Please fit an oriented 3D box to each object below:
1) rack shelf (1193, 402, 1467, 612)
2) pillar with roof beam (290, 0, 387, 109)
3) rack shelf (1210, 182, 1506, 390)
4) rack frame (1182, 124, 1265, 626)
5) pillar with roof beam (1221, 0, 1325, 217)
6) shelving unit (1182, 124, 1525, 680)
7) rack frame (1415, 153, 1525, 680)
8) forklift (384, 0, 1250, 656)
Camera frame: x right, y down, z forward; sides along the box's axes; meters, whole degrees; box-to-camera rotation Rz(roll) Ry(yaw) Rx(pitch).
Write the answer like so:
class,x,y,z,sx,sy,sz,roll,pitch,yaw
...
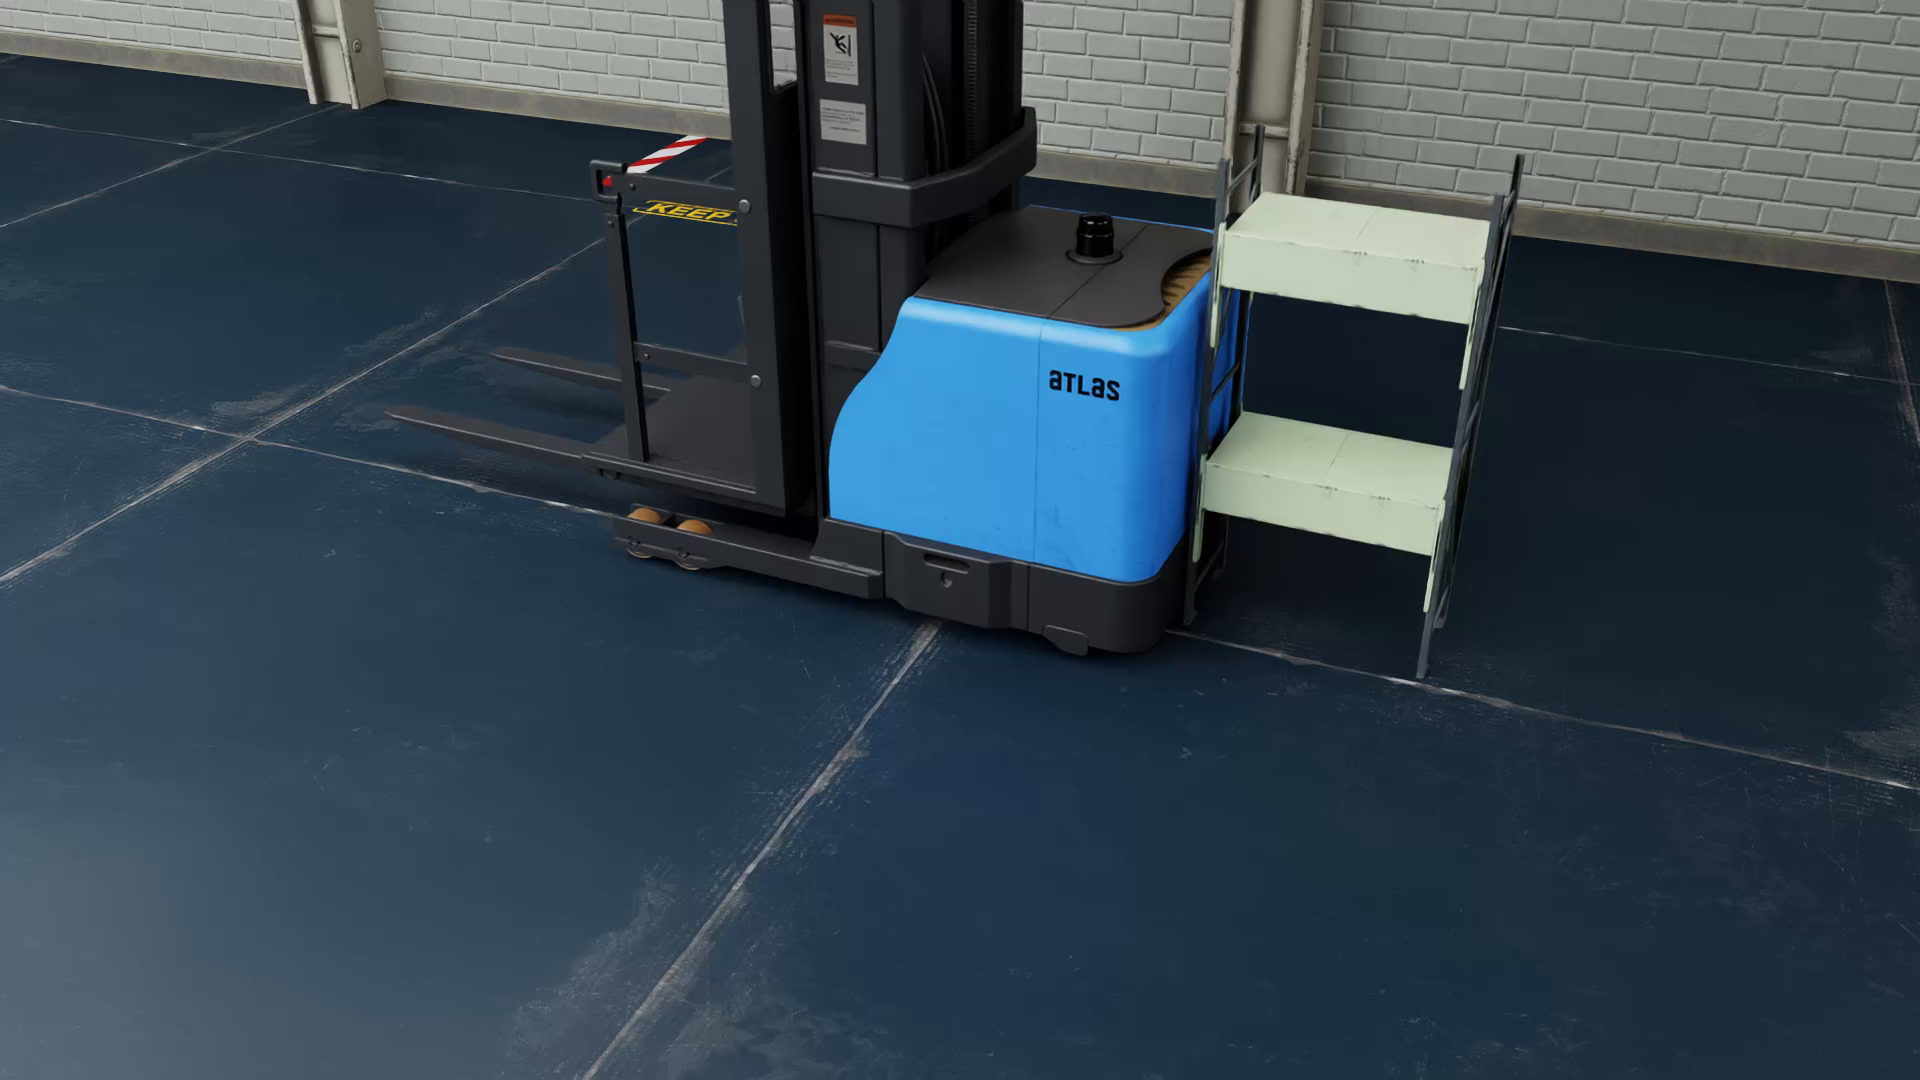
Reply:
class,x,y,z,sx,sy,sz,roll,pitch,yaw
rack shelf,1.131,-0.113,5.087,0.720,0.370,0.431,13,32,21
pillar with roof beam,-5.582,-4.810,5.115,0.400,9.000,9.100,11,31,19
rack shelf,1.132,-0.736,4.734,0.720,0.370,0.431,13,32,21
rack frame,0.798,-0.471,5.057,0.023,1.500,0.400,13,32,21
pillar with roof beam,-0.022,-3.700,3.151,0.400,9.000,9.100,11,31,19
shelving unit,1.132,-0.396,4.927,0.755,1.500,0.431,13,32,21
rack frame,1.465,-0.322,4.796,0.023,1.500,0.400,13,32,21
forklift,-0.612,-1.397,5.243,3.031,2.935,1.130,13,32,21
